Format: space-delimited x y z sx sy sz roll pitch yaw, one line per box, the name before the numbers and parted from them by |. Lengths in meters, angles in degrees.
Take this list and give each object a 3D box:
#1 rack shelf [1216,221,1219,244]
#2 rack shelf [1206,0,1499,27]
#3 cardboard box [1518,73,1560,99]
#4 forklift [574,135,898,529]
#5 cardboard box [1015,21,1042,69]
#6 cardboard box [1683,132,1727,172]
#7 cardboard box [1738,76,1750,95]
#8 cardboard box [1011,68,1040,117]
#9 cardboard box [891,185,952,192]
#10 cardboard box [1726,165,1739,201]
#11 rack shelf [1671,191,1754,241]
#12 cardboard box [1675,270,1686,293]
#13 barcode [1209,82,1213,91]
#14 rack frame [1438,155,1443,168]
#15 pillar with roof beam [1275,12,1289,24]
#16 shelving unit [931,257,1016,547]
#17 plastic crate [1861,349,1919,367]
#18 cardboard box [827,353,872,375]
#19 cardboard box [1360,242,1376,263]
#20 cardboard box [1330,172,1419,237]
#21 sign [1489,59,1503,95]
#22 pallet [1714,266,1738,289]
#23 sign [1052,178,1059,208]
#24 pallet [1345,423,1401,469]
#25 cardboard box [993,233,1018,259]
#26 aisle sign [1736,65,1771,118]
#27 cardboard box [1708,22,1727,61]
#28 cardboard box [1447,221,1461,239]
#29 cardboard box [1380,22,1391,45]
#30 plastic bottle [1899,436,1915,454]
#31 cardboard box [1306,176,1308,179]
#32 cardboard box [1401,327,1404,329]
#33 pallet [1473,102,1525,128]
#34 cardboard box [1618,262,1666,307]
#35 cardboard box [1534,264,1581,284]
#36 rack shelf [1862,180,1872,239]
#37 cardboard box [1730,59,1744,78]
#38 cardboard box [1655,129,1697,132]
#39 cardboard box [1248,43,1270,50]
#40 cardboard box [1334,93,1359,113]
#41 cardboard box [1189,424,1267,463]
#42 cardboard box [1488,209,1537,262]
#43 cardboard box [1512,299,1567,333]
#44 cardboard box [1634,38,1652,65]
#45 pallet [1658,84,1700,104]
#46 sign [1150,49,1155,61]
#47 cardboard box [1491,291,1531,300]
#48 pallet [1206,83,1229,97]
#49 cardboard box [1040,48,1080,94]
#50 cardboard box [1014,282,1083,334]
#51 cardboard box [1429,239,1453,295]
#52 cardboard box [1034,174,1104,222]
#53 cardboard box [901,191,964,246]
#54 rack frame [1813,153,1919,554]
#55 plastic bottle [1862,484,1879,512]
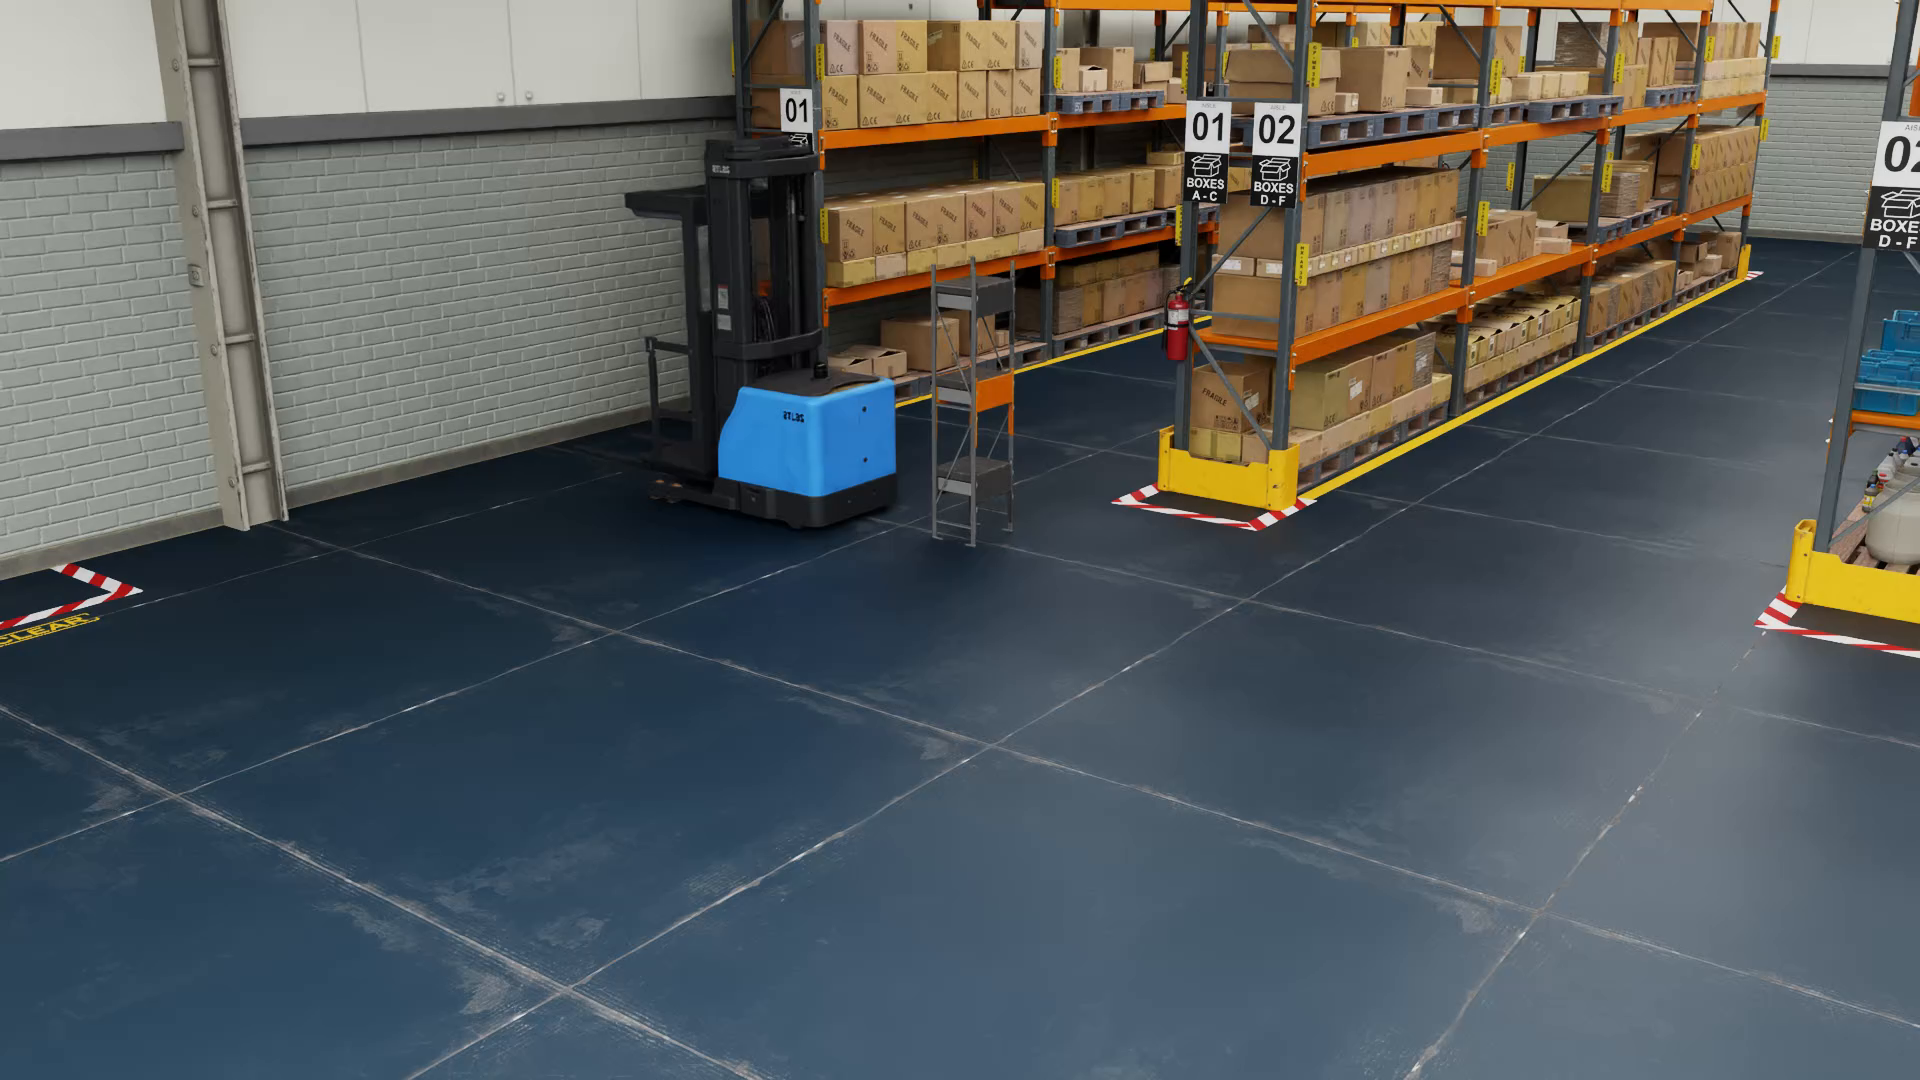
rack shelf | 4.220 -4.724 24.111 1.077 0.370 4.000 12 21 35
rack shelf | 3.434 -4.618 14.329 1.077 0.370 4.000 12 21 35
cardboard box | 6.136 -4.898 17.945 0.500 0.250 0.500 12 21 34
forklift | -1.987 -1.811 13.632 3.031 2.935 1.130 13 21 35
cardboard box | 0.564 -5.438 18.253 0.500 0.500 0.500 10 20 30
cardboard box | 10.512 -5.502 23.550 0.500 0.500 0.500 12 21 33
cardboard box | 11.087 -6.575 24.055 0.500 0.250 0.500 12 21 35
cardboard box | 0.541 -4.964 18.410 0.500 0.500 0.500 13 22 36
cardboard box | -0.416 -3.619 18.295 0.500 0.500 0.500 13 22 36
cardboard box | 11.119 -5.273 24.497 0.500 0.500 0.500 13 21 35
rack shelf | 10.584 -4.802 24.363 1.077 0.370 4.000 12 21 35
cardboard box | 9.816 -3.657 23.255 0.500 0.311 0.500 12 21 35
barcode | 2.034 -3.678 13.493 0.001 0.075 0.075 12 21 35
rack frame | 7.795 -6.497 28.606 1.000 3.000 0.127 12 21 35
pillar with roof beam | 8.591 -7.968 23.228 9.100 9.000 0.400 12 21 35
shelving unit | 0.099 -1.042 12.559 0.431 2.100 0.503 12 21 35
plastic crate | 6.667 -1.190 11.768 0.499 0.251 0.408 12 21 35
cardboard box | -1.254 -1.761 17.147 0.500 0.311 0.500 10 20 29
cardboard box | 3.414 -2.531 14.575 0.380 0.149 0.250 12 21 34
cardboard box | 3.767 -3.085 15.263 0.700 0.500 0.500 12 21 35
sign | 5.072 -4.383 15.738 0.100 0.325 0.005 12 21 35
pallet | 11.256 -4.082 25.533 1.003 0.211 1.213 12 21 35
sign | 1.085 -3.958 18.971 0.100 0.325 0.005 12 21 35
pallet | 3.391 -0.958 15.474 1.003 0.211 1.213 12 21 35
cardboard box | 0.302 -3.293 18.508 0.500 0.250 0.500 13 21 35
aisle sign | 12.062 -6.826 25.283 0.394 0.787 0.004 12 21 35
cardboard box | 10.063 -6.844 22.812 0.700 0.500 0.500 12 21 35
cardboard box | 4.635 -3.019 16.145 0.380 0.149 0.250 12 21 35
cardboard box | 6.363 -7.755 25.712 0.500 0.500 0.500 12 21 34
plastic bottle | 7.787 -0.714 13.710 0.144 0.351 0.185 13 22 36
cardboard box | 4.737 -5.347 24.201 0.500 0.500 0.500 12 21 35
cardboard box | 4.098 -1.954 16.643 0.500 0.500 0.500 12 21 35
pallet | 5.140 -4.317 16.854 0.805 0.209 1.217 11 21 33
cardboard box | 9.027 -3.401 22.112 0.500 0.500 0.500 13 21 35
cardboard box | 7.408 -3.370 20.745 0.500 0.250 0.500 13 22 37
rack shelf | 7.409 -2.500 11.893 1.077 0.370 4.000 12 21 35
cardboard box | 10.783 -6.696 23.602 0.500 0.250 0.500 12 21 35
cardboard box | 10.390 -5.723 24.260 0.500 0.500 0.500 12 21 34
cardboard box | 3.885 -6.672 23.203 0.700 0.500 0.500 14 22 37
cardboard box | 3.085 -3.640 13.830 0.380 0.149 0.250 12 21 35
cardboard box | 2.324 -0.879 14.443 0.500 0.250 0.500 12 21 35
cardboard box | 6.022 -3.362 18.343 0.500 0.500 0.500 11 20 32
cardboard box | 6.590 -2.579 18.972 0.500 0.311 0.500 12 21 34
cardboard box | 8.240 -5.973 20.816 0.600 0.600 0.600 11 21 33
pallet | 8.947 -5.869 21.845 1.213 0.211 1.003 12 21 35
sign | 2.587 -6.408 22.259 0.100 0.325 0.005 12 21 35
cardboard box | 6.461 -2.799 19.682 0.500 0.311 0.500 13 22 37
pallet | 3.369 -6.096 22.577 1.213 0.211 1.003 14 22 37
cardboard box | 1.035 -5.435 19.254 0.500 0.500 0.500 16 24 42
cardboard box | 1.070 -2.833 20.282 0.700 0.500 0.500 13 22 37
cardboard box | 4.366 -2.705 16.228 0.700 0.500 0.500 12 21 33
cardboard box | 1.314 -4.143 20.118 0.700 0.500 0.500 15 23 40
cardboard box | -0.299 -3.405 17.606 0.500 0.500 0.500 13 22 36
rack frame | 6.218 -0.935 10.697 1.000 3.000 0.127 12 21 35
plastic bottle | 6.960 -0.324 12.705 0.097 0.201 0.097 0 17 0
